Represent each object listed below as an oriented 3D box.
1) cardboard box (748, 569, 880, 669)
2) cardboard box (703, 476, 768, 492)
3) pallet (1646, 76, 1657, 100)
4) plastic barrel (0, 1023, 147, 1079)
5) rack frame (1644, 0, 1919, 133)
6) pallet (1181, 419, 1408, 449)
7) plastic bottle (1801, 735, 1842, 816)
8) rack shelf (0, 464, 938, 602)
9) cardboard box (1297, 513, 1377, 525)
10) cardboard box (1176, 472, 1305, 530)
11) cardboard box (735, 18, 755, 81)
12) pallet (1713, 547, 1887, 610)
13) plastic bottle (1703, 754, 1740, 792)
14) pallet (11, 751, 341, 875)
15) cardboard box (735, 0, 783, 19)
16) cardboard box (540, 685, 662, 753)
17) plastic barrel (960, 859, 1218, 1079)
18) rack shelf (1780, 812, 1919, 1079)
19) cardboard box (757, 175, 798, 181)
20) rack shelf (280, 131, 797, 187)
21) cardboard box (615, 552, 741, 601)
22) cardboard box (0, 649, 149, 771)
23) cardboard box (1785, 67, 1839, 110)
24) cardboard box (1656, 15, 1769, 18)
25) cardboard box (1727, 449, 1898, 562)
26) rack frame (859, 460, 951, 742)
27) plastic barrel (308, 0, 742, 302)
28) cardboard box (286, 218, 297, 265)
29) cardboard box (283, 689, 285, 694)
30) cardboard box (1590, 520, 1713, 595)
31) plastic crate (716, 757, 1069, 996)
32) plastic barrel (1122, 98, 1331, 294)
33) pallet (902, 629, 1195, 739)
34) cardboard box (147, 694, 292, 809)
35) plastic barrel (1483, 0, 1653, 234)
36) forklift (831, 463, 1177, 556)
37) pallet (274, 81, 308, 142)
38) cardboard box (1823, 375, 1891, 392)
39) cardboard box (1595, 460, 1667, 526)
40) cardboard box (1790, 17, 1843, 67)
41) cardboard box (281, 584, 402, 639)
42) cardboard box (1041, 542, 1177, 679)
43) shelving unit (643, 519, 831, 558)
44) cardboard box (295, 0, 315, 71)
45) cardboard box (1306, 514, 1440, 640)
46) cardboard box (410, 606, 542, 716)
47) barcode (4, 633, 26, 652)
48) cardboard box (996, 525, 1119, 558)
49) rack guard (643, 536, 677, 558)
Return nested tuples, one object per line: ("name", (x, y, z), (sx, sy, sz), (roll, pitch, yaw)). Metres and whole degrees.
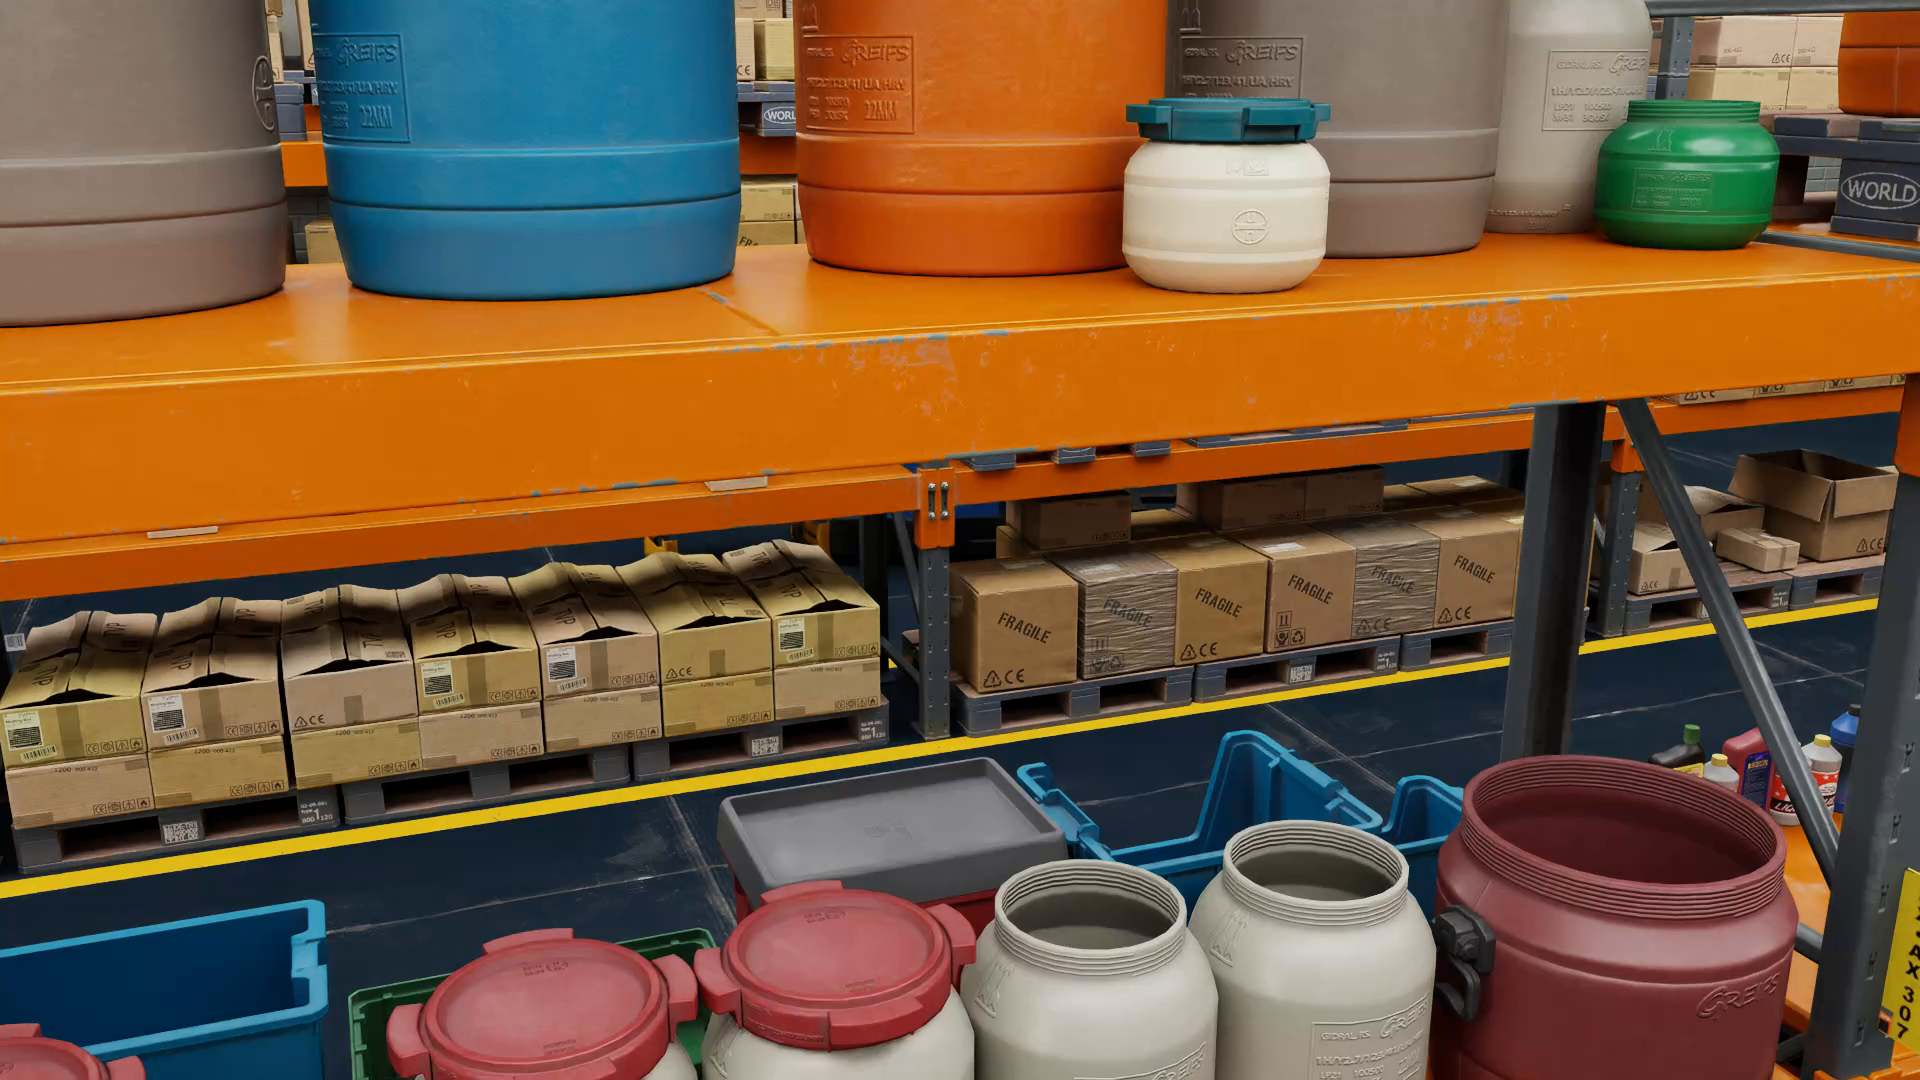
("cardboard box", (-0.683, 0.345, 7.741), (0.500, 0.311, 0.500), (-6, 17, -19))
("cardboard box", (-1.023, -0.338, 7.371), (0.250, 0.149, 0.380), (-6, 17, -20))
("pallet", (2.819, -2.327, 8.708), (1.003, 0.211, 1.213), (-6, 17, -20))
("plastic barrel", (-1.276, 0.981, 2.192), (0.433, 0.535, 0.433), (0, 16, 0))
("rack frame", (1.487, -2.197, 2.607), (0.127, 3.000, 1.000), (-6, 17, -20))
("pallet", (1.532, -0.727, 8.591), (1.213, 0.211, 1.003), (-6, 17, -20))
("plastic bottle", (2.133, 0.584, 4.137), (0.097, 0.201, 0.097), (0, 16, 0))
("rack shelf", (-2.150, -0.075, 7.306), (4.000, 0.370, 1.077), (-6, 17, -20))
("cardboard box", (1.951, 0.053, 9.250), (0.500, 0.500, 0.500), (-6, 17, -19))
("cardboard box", (1.512, -0.260, 8.986), (0.500, 0.250, 0.500), (-7, 18, -21))
("cardboard box", (-1.168, -2.072, 7.029), (0.500, 0.250, 0.500), (-6, 17, -19))
("pallet", (5.236, 0.120, 10.315), (1.213, 0.211, 1.003), (-6, 17, -20))
("plastic bottle", (1.826, 0.617, 4.025), (0.097, 0.201, 0.097), (0, 16, 0))
("pallet", (-3.343, 1.035, 7.199), (1.213, 0.211, 1.003), (-6, 17, -20))
("cardboard box", (-1.634, -3.686, 12.045), (0.500, 0.500, 0.700), (-8, 18, -24))
("cardboard box", (-1.637, 0.716, 7.471), (0.500, 0.250, 0.500), (-6, 17, -19))
("plastic barrel", (0.209, 0.831, 2.748), (0.421, 0.512, 0.421), (0, 16, 0))
("rack shelf", (3.355, 0.825, 4.240), (4.000, 0.370, 1.077), (-6, 17, -20))
("cardboard box", (-1.242, -2.650, 12.727), (0.500, 0.250, 0.500), (-7, 18, -22))
("rack shelf", (-2.150, -1.514, 6.884), (4.000, 0.370, 1.077), (-6, 17, -20))
("cardboard box", (-1.364, 0.258, 8.036), (0.500, 0.311, 0.500), (-7, 18, -21))
("cardboard box", (-3.542, 0.654, 6.686), (0.500, 0.311, 0.500), (-6, 17, -20))
("cardboard box", (4.464, -2.426, 8.977), (0.500, 0.250, 0.500), (-6, 17, -20))
("cardboard box", (3.894, -3.051, 8.889), (0.500, 0.500, 0.700), (-6, 17, -20))
("cardboard box", (5.206, -0.229, 10.204), (0.637, 0.503, 0.797), (-6, 17, -20))
("rack frame", (-0.282, -0.622, 7.892), (0.127, 3.000, 1.000), (-6, 17, -20))
("plastic barrel", (-0.629, -0.835, 2.404), (0.708, 0.901, 0.600), (-6, 17, -20))
("cardboard box", (-4.781, -1.877, 11.209), (0.500, 0.500, 0.700), (-4, 17, -14))
("cardboard box", (-3.261, 0.731, 7.421), (0.500, 0.250, 0.500), (-6, 18, -21))
("cardboard box", (3.923, 0.069, 9.532), (0.500, 0.311, 0.500), (-6, 17, -20))
("plastic crate", (-0.131, 0.734, 3.163), (0.583, 0.464, 0.402), (-6, 17, -20))
("plastic barrel", (0.383, -0.501, 2.404), (0.301, 0.262, 0.301), (0, 16, 0))
("pallet", (0.429, 0.651, 8.507), (1.213, 0.211, 1.003), (-6, 17, -20))
("cardboard box", (-3.074, 0.873, 6.937), (0.500, 0.250, 0.500), (-6, 17, -19))
("plastic barrel", (1.087, -0.860, 3.182), (0.421, 0.512, 0.421), (0, 16, 0))
("forklift", (0.676, -1.403, 10.673), (3.031, 2.935, 1.130), (-1, 16, -2))
("pallet", (-3.198, -1.658, 6.437), (1.217, 0.209, 0.805), (-7, 18, -22))
("cardboard box", (4.972, -1.155, 9.530), (0.500, 0.500, 0.500), (-6, 17, -20))
("cardboard box", (3.884, -0.169, 10.005), (0.500, 0.500, 0.500), (-6, 17, -20))
("cardboard box", (4.462, -2.667, 8.911), (0.500, 0.250, 0.500), (-6, 17, -20))
("cardboard box", (-2.791, 0.410, 7.517), (0.500, 0.311, 0.500), (-6, 17, -20))
("cardboard box", (0.732, 0.342, 8.267), (0.500, 0.500, 0.500), (-7, 18, -22))
("shelving unit", (-1.433, -0.605, 10.495), (1.083, 1.500, 0.587), (-7, 18, -23))
("cardboard box", (-4.102, -3.369, 10.999), (0.500, 0.500, 0.500), (-7, 18, -22))
("cardboard box", (2.162, 0.186, 8.795), (0.500, 0.500, 0.500), (-6, 17, -19))
("cardboard box", (-2.107, 0.499, 7.215), (0.500, 0.311, 0.500), (-6, 17, -19))
("barcode", (-3.630, 0.393, 6.388), (0.075, 0.075, 0.001), (-6, 17, -20))
("cardboard box", (0.507, 0.210, 8.713), (0.500, 0.500, 0.500), (-5, 17, -18))
("rack guard", (-1.889, 0.052, 10.478), (0.087, 0.250, 0.587), (-7, 18, -23))
